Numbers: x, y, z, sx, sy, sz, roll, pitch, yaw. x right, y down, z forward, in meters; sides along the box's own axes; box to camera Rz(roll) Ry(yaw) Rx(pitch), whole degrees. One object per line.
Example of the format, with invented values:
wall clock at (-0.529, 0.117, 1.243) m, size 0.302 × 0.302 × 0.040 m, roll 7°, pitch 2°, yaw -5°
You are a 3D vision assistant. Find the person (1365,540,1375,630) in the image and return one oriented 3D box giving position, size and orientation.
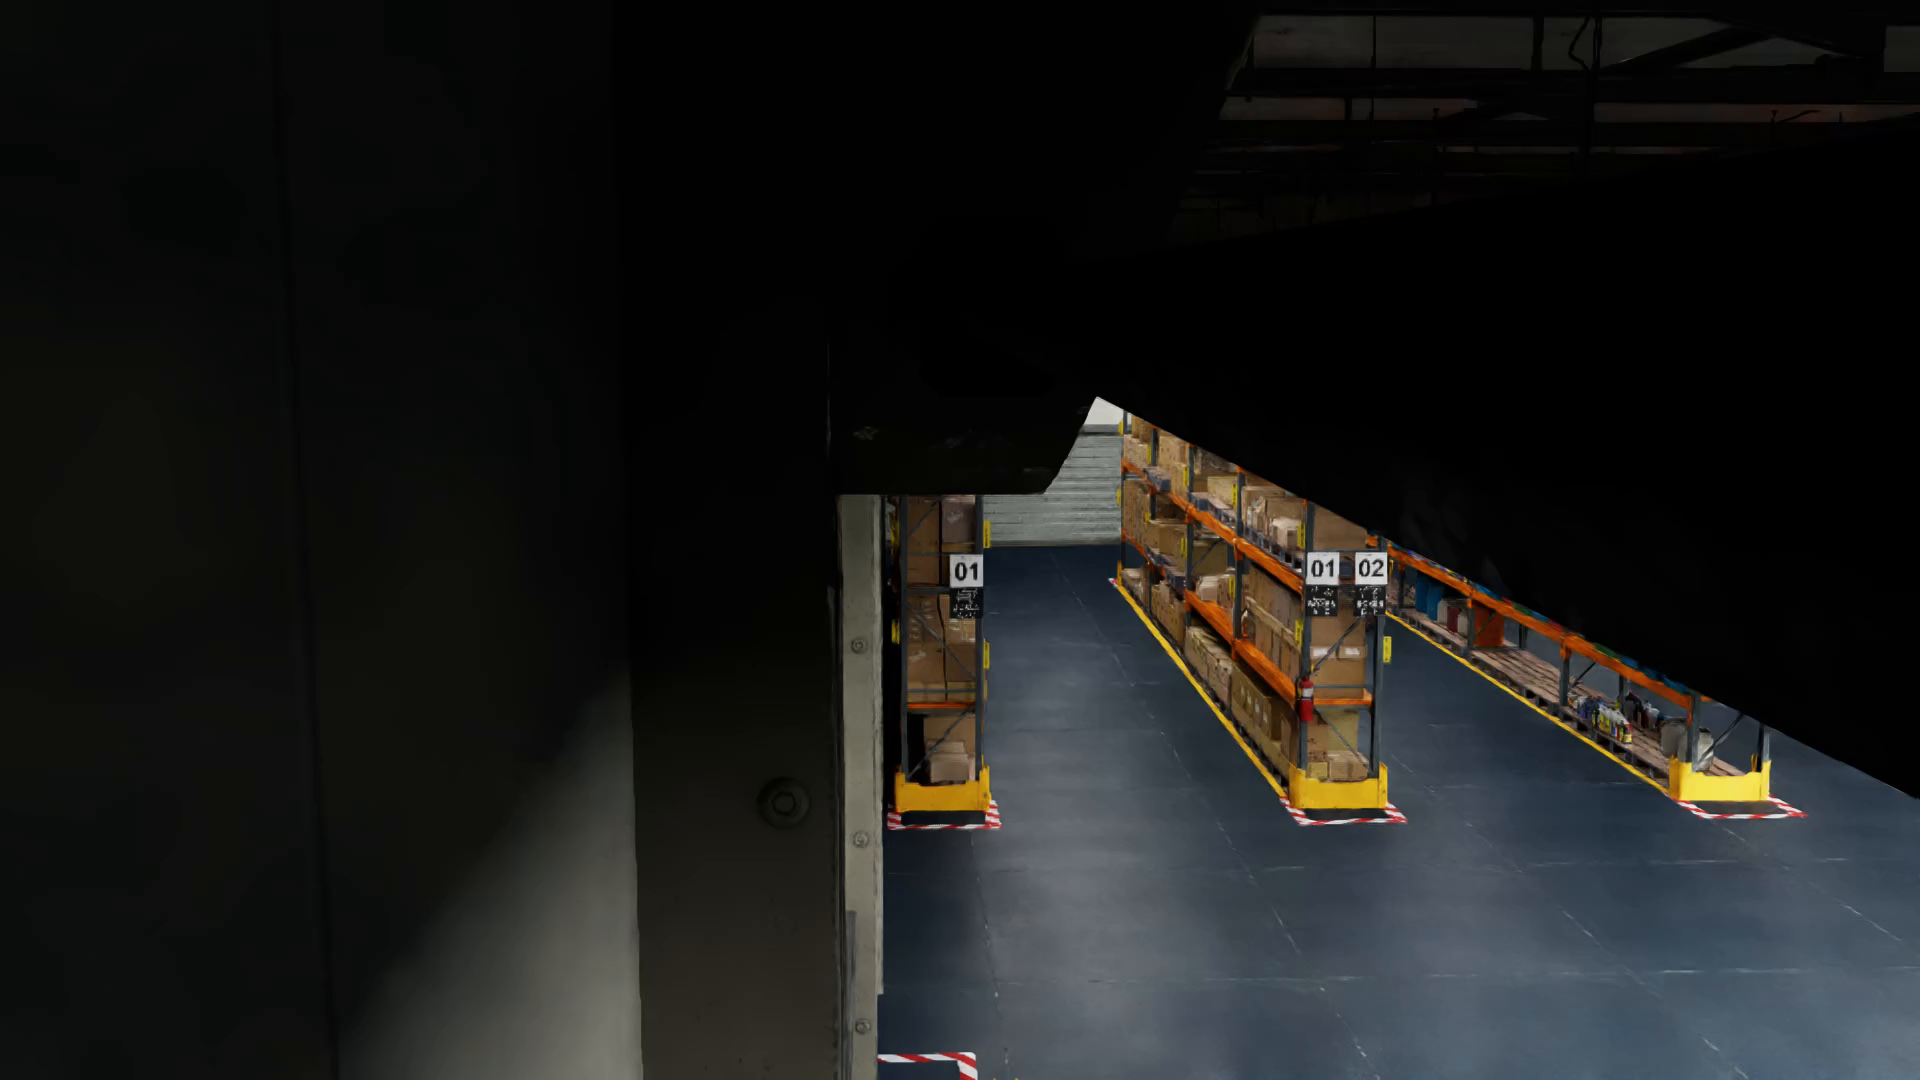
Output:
person at (7.629, 0.811, 31.641) m, size 0.587 × 1.718 × 0.646 m, roll 2°, pitch 9°, yaw 16°
